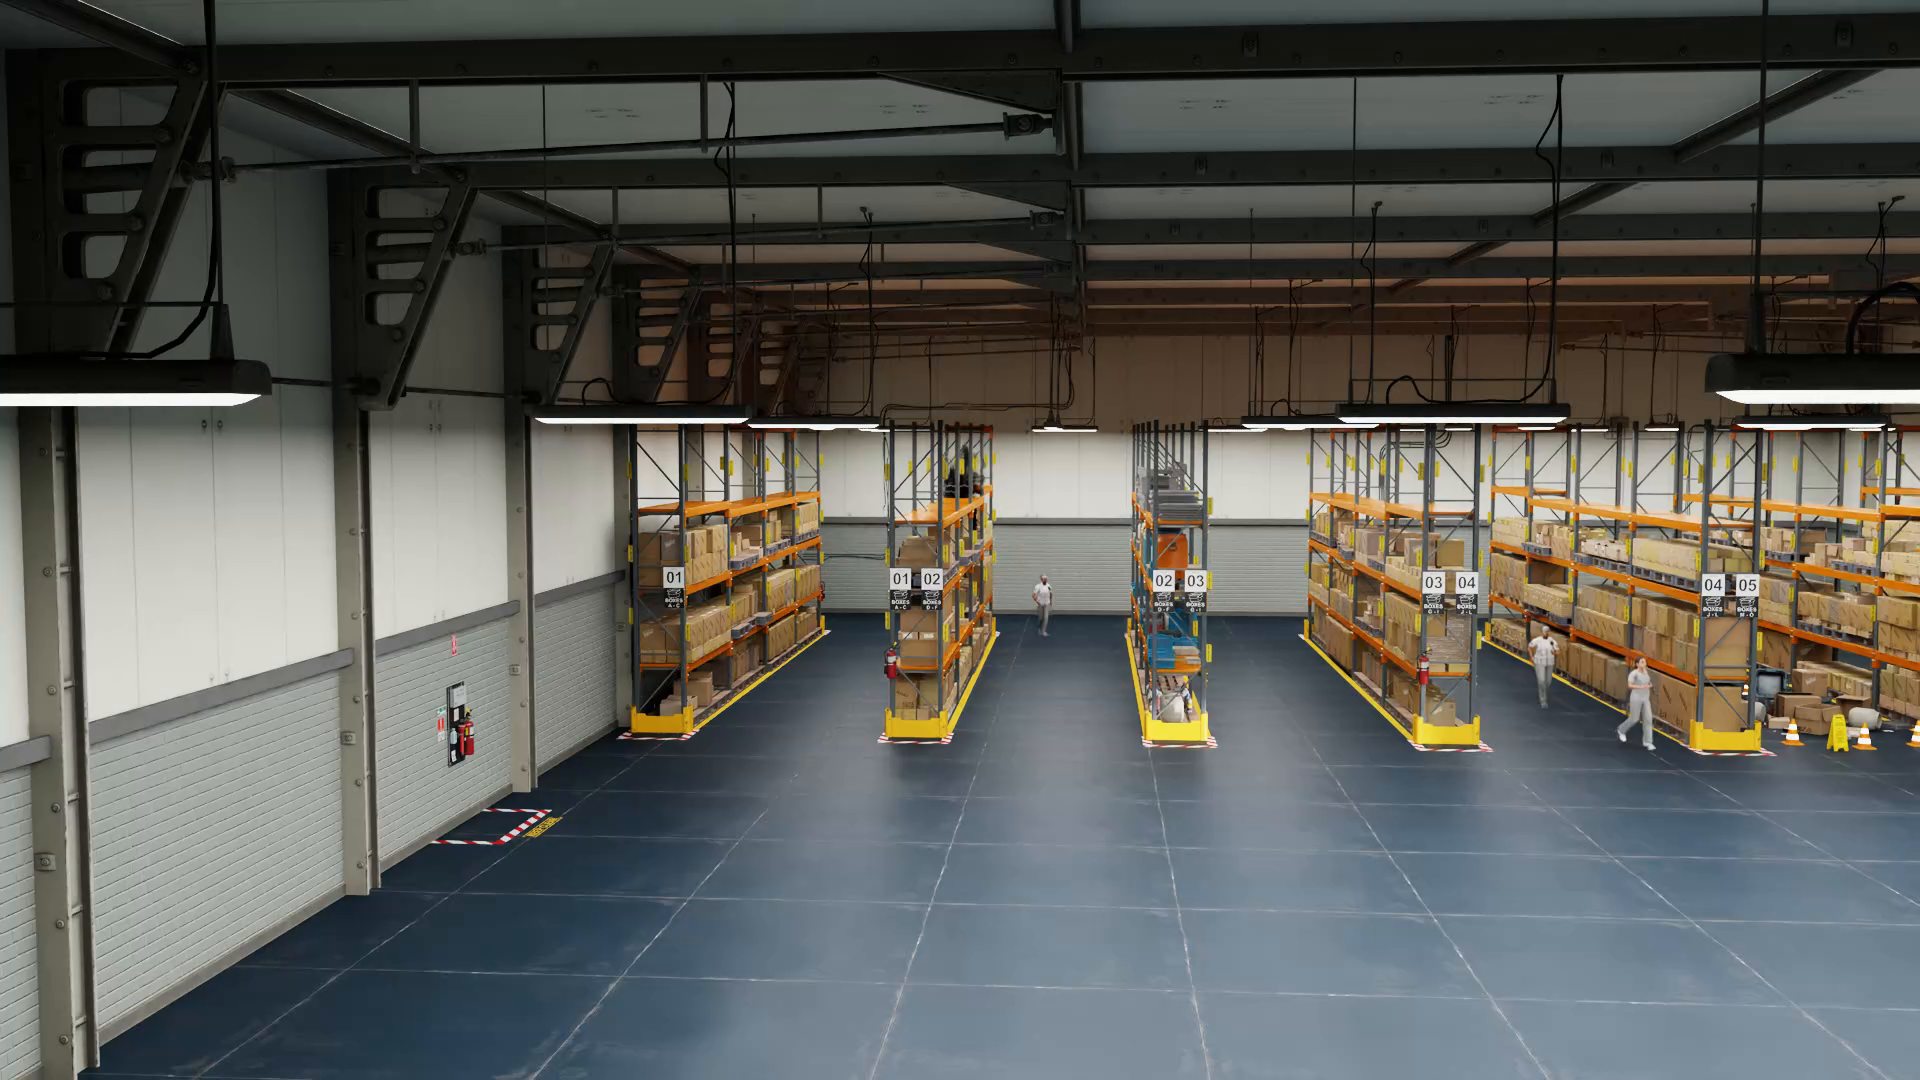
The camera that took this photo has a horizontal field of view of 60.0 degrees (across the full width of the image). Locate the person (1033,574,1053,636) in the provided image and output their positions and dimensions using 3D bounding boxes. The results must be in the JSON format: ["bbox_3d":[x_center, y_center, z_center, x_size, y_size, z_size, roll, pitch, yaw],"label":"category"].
[{"bbox_3d":[2.269,1.750,45.157,0.586,1.682,0.592,-1,4,-12],"label":"person"}]

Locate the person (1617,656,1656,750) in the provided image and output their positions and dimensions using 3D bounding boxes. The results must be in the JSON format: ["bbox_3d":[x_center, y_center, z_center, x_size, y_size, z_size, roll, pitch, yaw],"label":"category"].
[{"bbox_3d":[12.413,2.947,30.437,0.597,1.678,0.892,-2,4,-23],"label":"person"}]

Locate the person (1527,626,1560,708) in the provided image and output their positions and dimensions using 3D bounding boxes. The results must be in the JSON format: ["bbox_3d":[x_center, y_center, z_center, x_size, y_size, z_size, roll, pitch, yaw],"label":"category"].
[{"bbox_3d":[12.351,2.656,35.138,0.596,1.675,0.883,0,4,0],"label":"person"}]
